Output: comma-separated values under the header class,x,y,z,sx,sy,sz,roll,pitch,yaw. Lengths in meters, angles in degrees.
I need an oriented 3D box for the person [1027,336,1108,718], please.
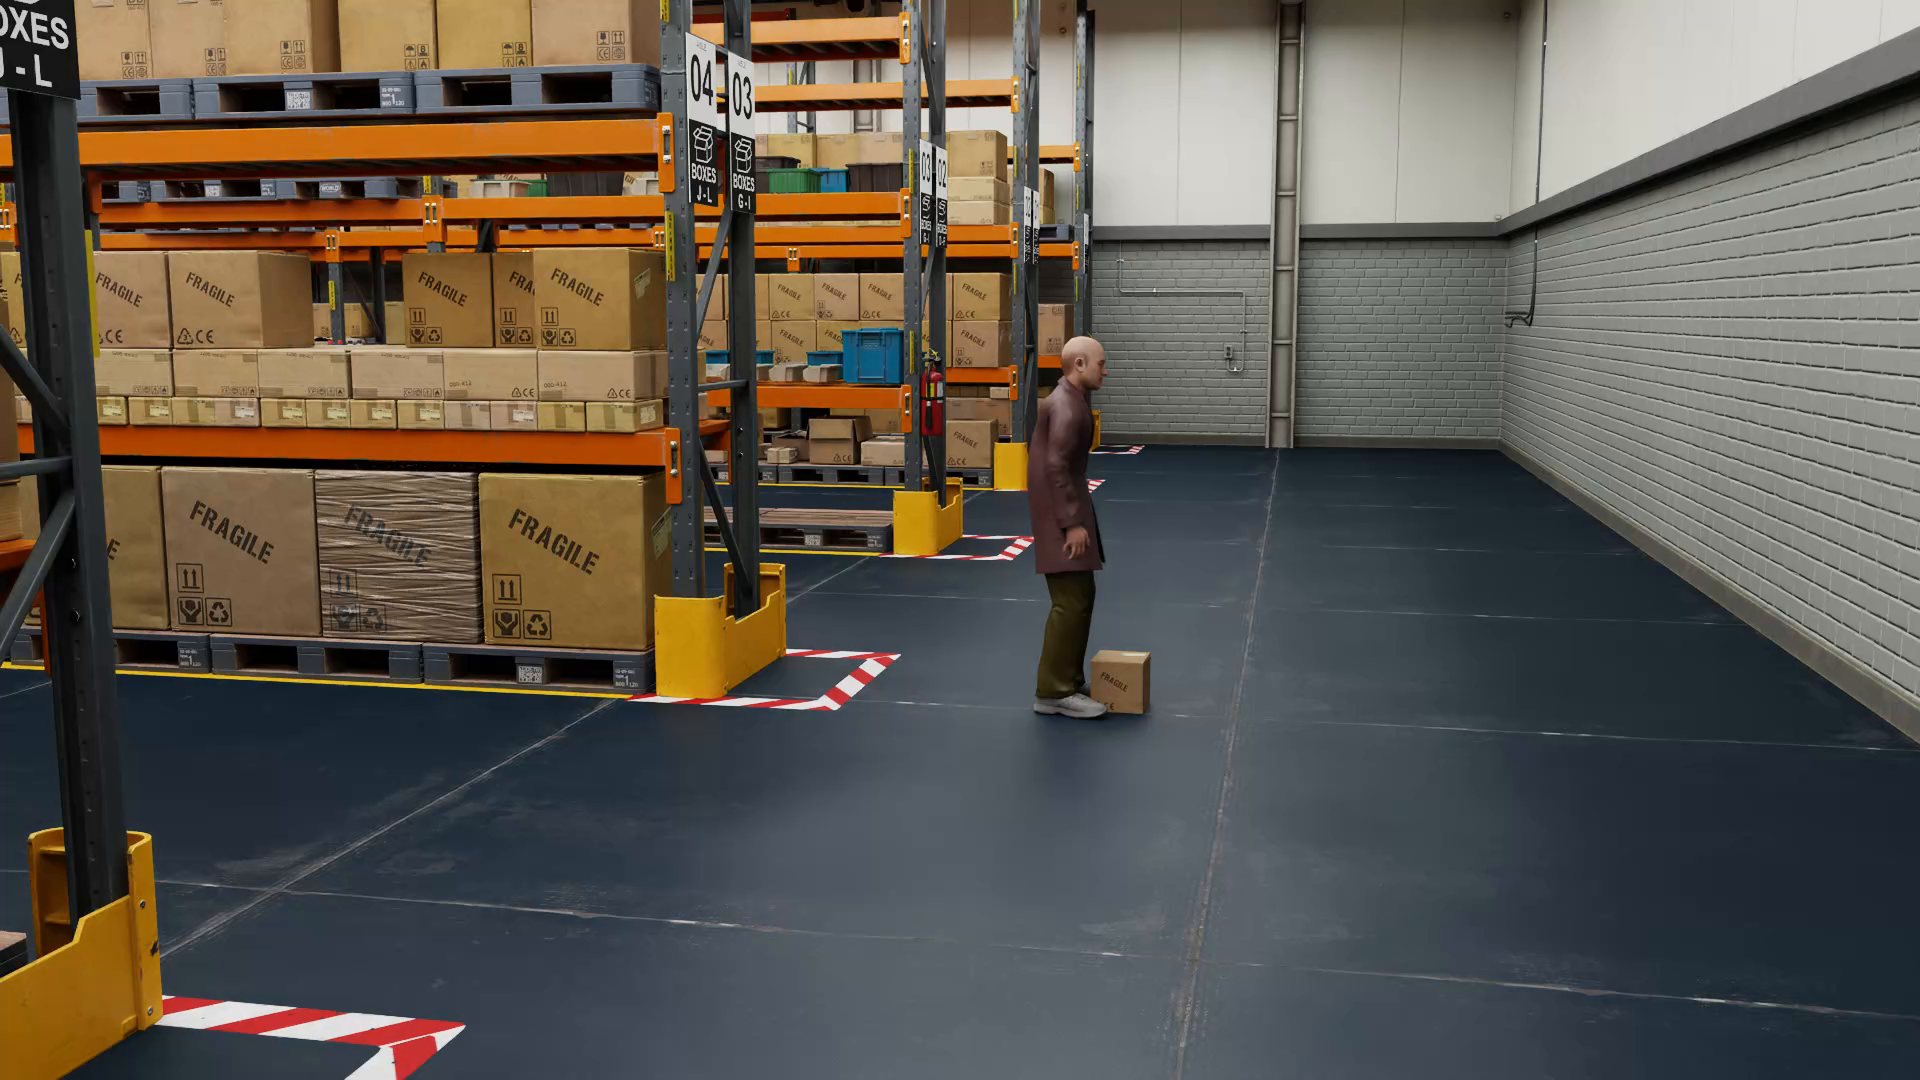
class,x,y,z,sx,sy,sz,roll,pitch,yaw
person,0.532,-0.081,7.953,0.423,1.773,0.653,1,8,8
